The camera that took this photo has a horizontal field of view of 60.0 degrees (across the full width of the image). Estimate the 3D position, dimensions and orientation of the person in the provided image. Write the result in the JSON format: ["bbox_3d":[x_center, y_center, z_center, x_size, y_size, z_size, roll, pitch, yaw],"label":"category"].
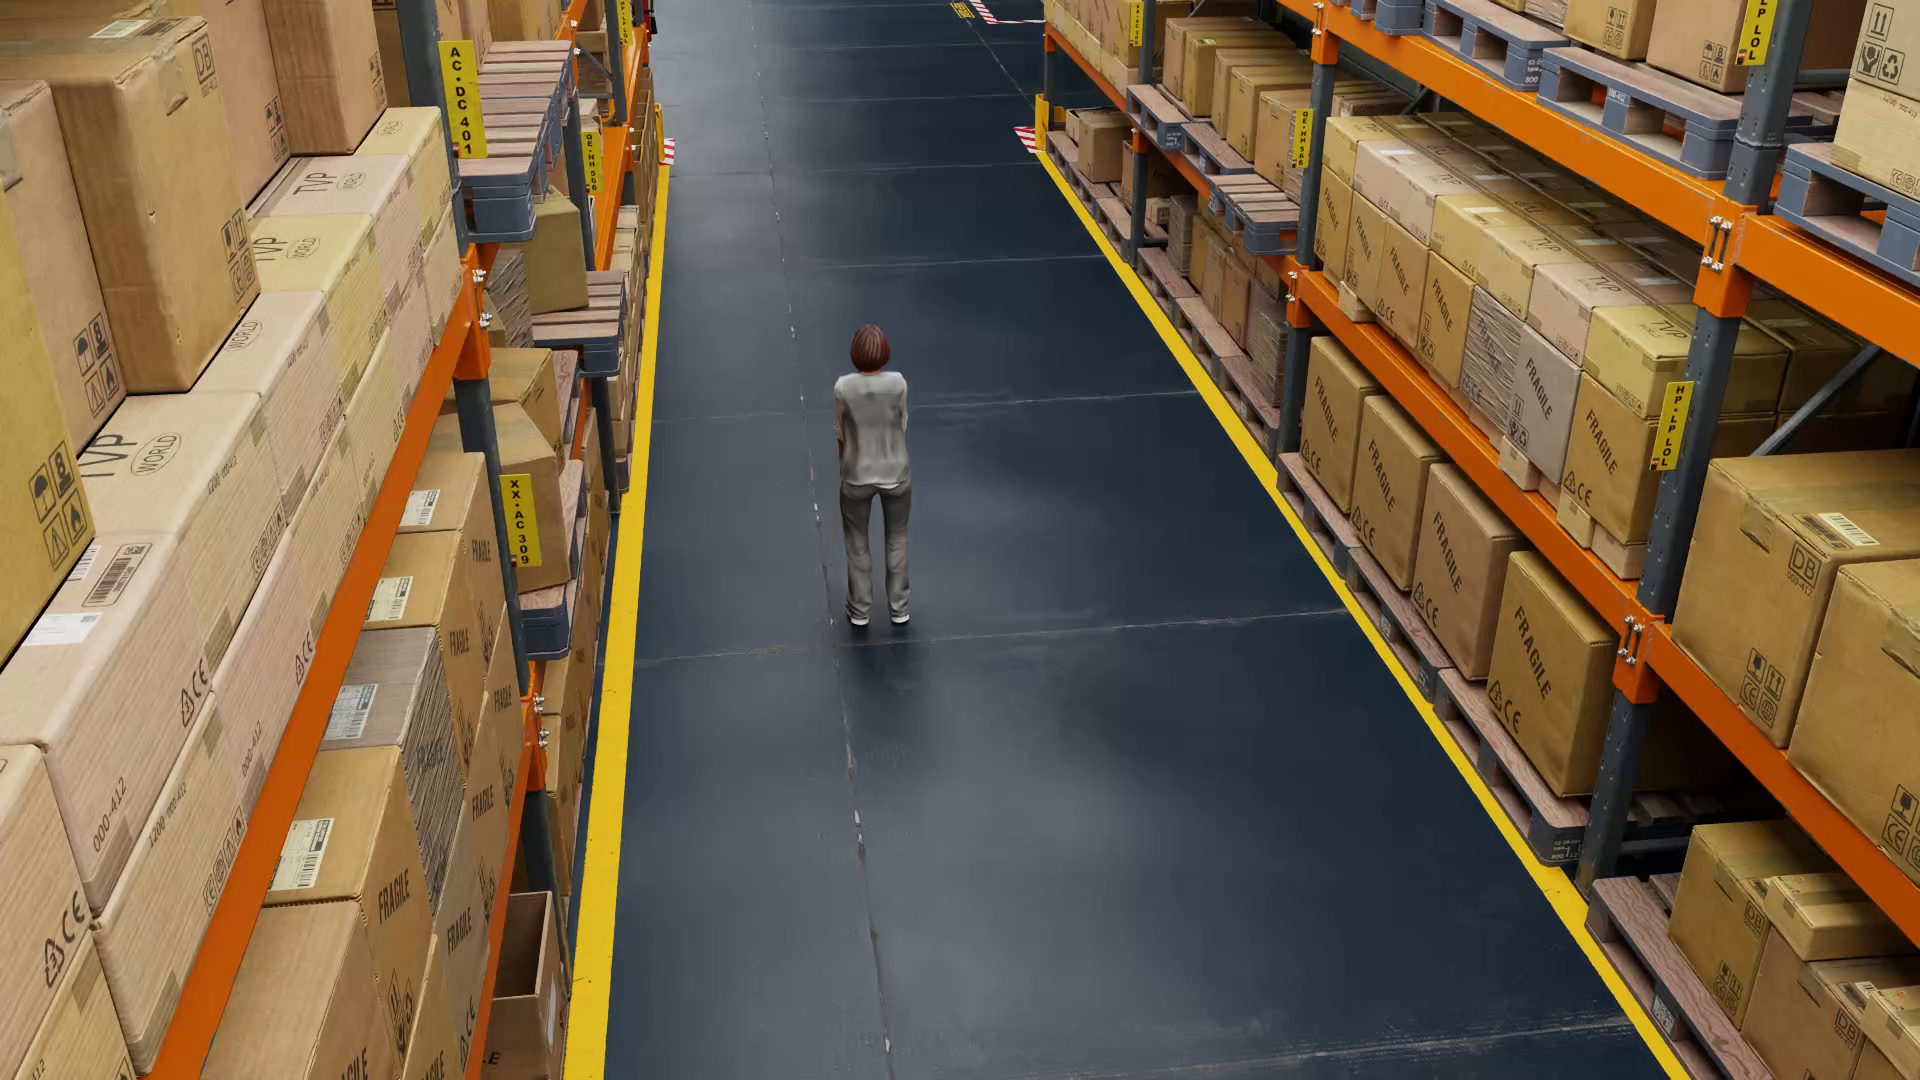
[{"bbox_3d":[-0.437,-0.346,8.298,0.375,1.600,0.502,-4,28,-8],"label":"person"}]
